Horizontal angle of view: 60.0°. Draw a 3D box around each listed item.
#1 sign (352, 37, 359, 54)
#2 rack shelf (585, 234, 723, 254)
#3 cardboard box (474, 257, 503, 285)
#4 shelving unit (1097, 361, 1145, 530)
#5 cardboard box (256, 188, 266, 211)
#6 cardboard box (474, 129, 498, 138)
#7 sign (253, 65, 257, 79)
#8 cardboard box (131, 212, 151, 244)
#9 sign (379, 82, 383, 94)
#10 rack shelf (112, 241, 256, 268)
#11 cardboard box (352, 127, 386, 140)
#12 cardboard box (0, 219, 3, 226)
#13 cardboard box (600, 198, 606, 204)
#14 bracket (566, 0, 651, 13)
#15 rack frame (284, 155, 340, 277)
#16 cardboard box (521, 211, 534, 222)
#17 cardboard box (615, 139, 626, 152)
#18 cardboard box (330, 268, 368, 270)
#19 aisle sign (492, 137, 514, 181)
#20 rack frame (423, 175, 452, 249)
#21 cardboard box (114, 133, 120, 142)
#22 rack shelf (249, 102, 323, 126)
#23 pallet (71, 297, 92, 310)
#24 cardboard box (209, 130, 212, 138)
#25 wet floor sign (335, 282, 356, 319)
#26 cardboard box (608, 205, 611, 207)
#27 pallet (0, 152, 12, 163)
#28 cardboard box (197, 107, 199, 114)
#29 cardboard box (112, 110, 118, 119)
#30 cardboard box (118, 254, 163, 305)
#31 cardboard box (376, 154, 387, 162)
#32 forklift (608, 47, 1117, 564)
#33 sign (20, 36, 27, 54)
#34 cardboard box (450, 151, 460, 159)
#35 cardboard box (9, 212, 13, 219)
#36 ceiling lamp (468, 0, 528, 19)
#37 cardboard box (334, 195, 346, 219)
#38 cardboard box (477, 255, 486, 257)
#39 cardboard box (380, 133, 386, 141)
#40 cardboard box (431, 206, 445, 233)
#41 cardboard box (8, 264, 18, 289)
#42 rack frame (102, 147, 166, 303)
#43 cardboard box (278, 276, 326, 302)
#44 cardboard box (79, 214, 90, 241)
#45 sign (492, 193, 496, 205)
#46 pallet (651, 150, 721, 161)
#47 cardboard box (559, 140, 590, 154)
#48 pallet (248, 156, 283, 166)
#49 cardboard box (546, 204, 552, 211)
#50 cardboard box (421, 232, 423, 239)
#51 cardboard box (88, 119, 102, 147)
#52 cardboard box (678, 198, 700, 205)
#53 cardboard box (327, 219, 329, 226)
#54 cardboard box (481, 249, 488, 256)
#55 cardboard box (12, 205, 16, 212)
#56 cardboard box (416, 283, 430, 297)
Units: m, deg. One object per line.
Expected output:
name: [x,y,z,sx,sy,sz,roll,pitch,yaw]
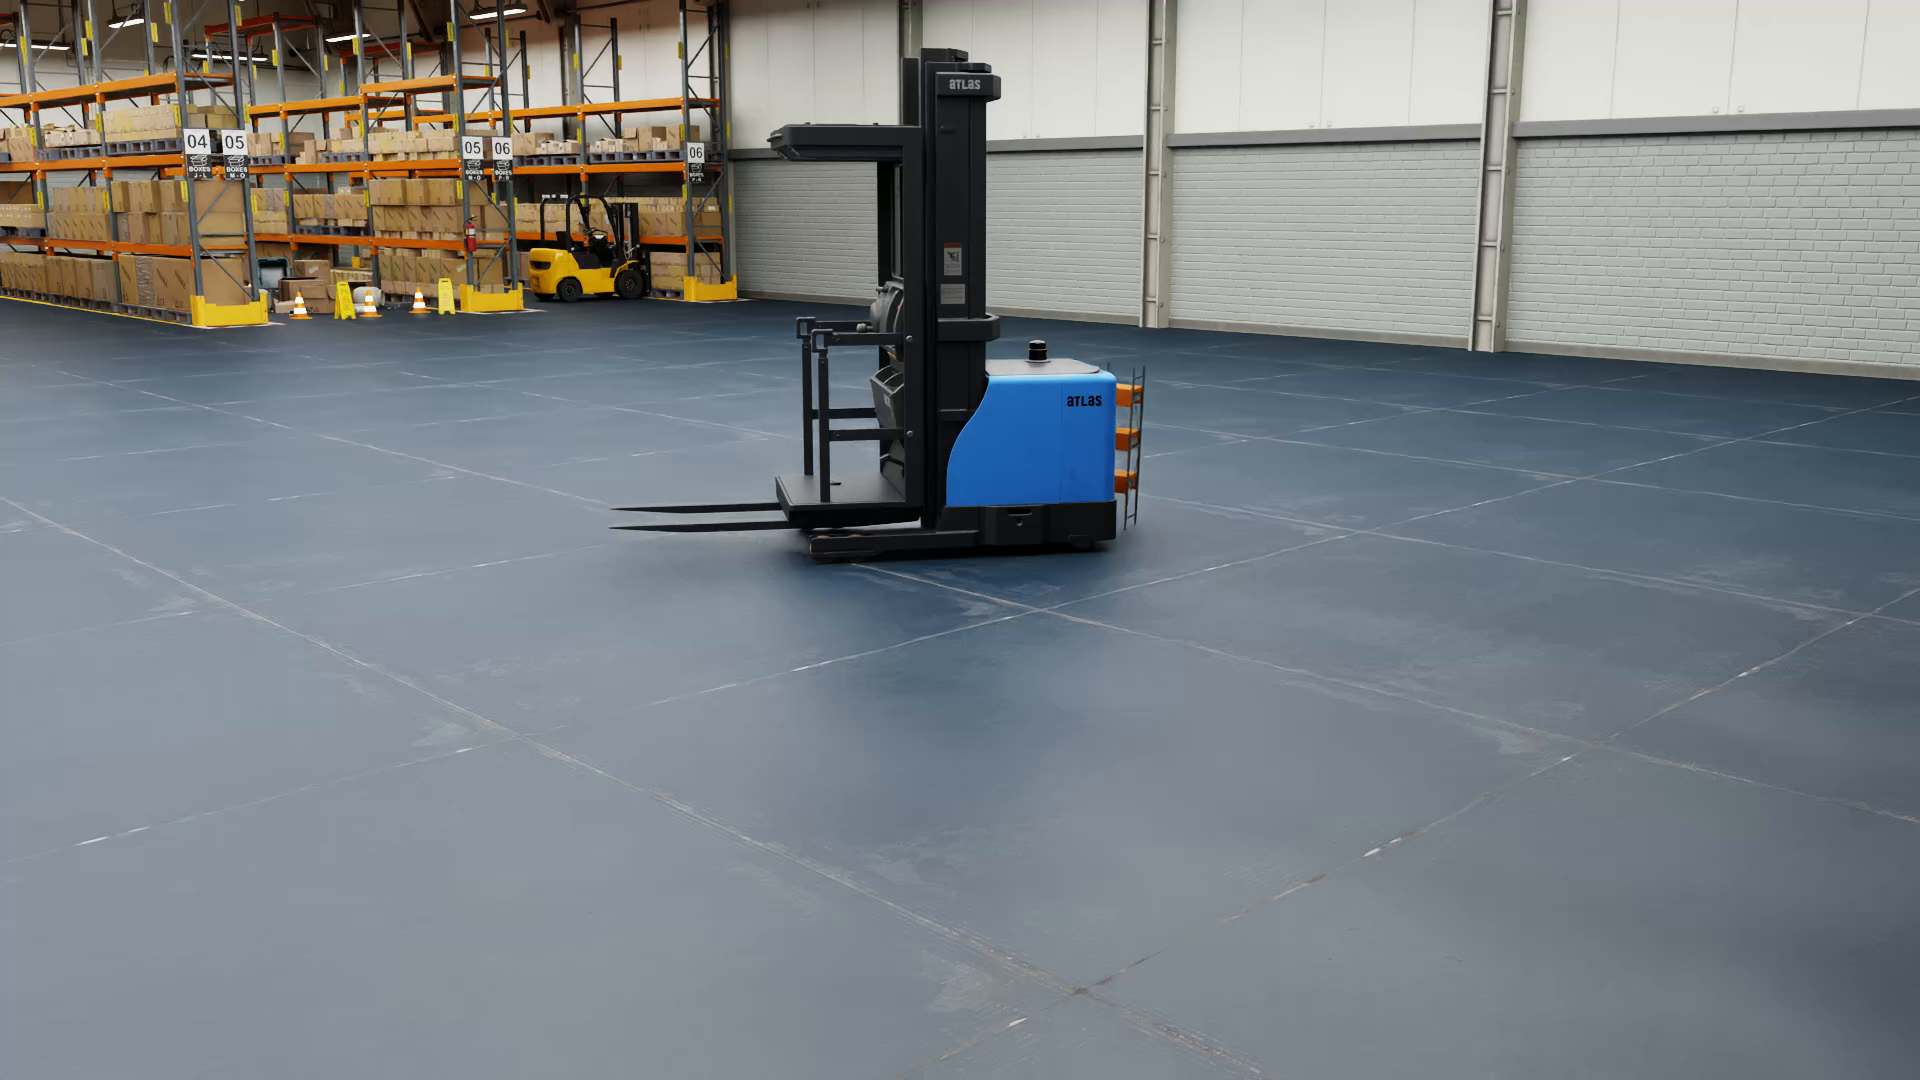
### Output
sign: [-11.989,-9.802,32.982,0.100,0.325,0.005,-11,16,-43]
rack shelf: [-6.623,-6.455,36.093,1.077,0.370,4.000,-11,16,-43]
cardboard box: [-9.203,-5.209,32.178,0.500,0.500,0.500,11,16,43]
shelving unit: [1.014,-0.610,10.740,0.252,1.050,0.215,8,15,25]
cardboard box: [-15.599,-7.716,37.703,0.500,0.500,0.500,-11,16,-43]
cardboard box: [-8.928,-7.640,31.276,0.380,0.149,0.250,-11,16,-43]
sign: [-16.732,-11.087,39.412,0.100,0.325,0.005,-11,16,-43]
cardboard box: [-14.155,-5.552,29.553,0.875,0.550,0.550,-11,16,-43]
sign: [-15.876,-12.399,45.583,0.100,0.325,0.005,-11,16,-43]
rack shelf: [-13.721,-5.059,29.314,1.077,0.370,4.000,-11,16,-43]
cardboard box: [-12.084,-8.320,34.021,0.500,0.250,0.500,-10,16,-41]
cardboard box: [-19.973,-6.681,34.987,0.250,0.149,0.380,11,16,43]
cardboard box: [-7.740,-7.501,36.793,0.380,0.149,0.250,-11,16,-42]
bracket: [-7.394,-11.831,36.617,0.076,0.066,4.783,-11,16,-43]
rack frame: [-14.354,-6.991,36.911,1.000,3.000,0.127,-11,16,-43]
cardboard box: [-9.944,-7.604,39.018,0.500,0.250,0.500,11,16,44]
cardboard box: [-7.199,-8.499,35.839,0.258,0.266,0.396,11,16,44]
cardboard box: [-13.456,-5.719,36.209,0.950,0.372,0.625,-11,16,-44]
aisle sign: [-8.563,-7.131,31.147,0.394,0.787,0.004,-11,16,-43]
rack frame: [-13.529,-8.267,43.104,1.000,3.000,0.127,-11,16,-43]
cardboard box: [-14.745,-7.129,29.480,0.380,0.149,0.250,-11,16,-43]
rack shelf: [-15.735,-9.673,37.835,1.077,0.370,4.000,-11,16,-43]
pallet: [-16.536,-4.617,32.299,1.003,0.211,1.213,-11,16,-43]
cardboard box: [-12.521,-6.852,28.134,0.380,0.149,0.250,-11,16,-42]
wet floor sign: [-10.888,-4.238,29.381,0.232,0.644,0.267,8,14,35]
cardboard box: [-7.478,-7.265,36.385,0.380,0.149,0.250,-10,16,-41]
pallet: [-19.559,-7.992,34.799,1.213,0.211,1.003,-11,16,-43]
cardboard box: [-12.864,-7.314,28.405,0.380,0.149,0.250,-11,16,-42]
cardboard box: [-14.745,-7.520,29.400,0.380,0.149,0.250,-11,16,-43]
cardboard box: [-14.719,-4.766,30.337,0.875,0.875,0.875,-11,16,-42]
cardboard box: [-11.415,-7.627,33.188,0.380,0.149,0.250,-11,16,-42]
forklift: [-0.617,-1.412,10.002,3.031,2.935,1.130,-2,12,-10]
sign: [-18.250,-9.644,32.410,0.100,0.325,0.005,-11,16,-43]
cardboard box: [-9.278,-7.183,31.030,0.380,0.149,0.250,-11,16,-42]
cardboard box: [-19.427,-6.711,34.398,0.380,0.149,0.250,-10,16,-41]
ceiling lamp: [-9.499,-12.570,34.659,0.800,3.185,2.000,-11,16,-43]
cardboard box: [-12.772,-6.991,34.887,0.500,0.500,0.500,-10,15,-41]
cardboard box: [-11.552,-6.771,40.996,0.500,0.500,0.500,-11,16,-43]
cardboard box: [-11.234,-7.979,32.918,0.250,0.149,0.380,11,16,43]
cardboard box: [-9.746,-6.133,31.760,0.500,0.500,0.500,-11,16,-42]
cardboard box: [-19.942,-5.630,35.458,0.500,0.500,0.500,-10,15,-40]
rack frame: [-15.102,-5.703,30.658,1.000,3.000,0.127,-11,16,-43]
cardboard box: [-12.525,-4.706,31.671,0.797,0.637,0.503,-11,16,-43]
cardboard box: [-16.354,-5.938,31.552,0.500,0.500,0.500,-11,16,-42]
sign: [-11.153,-8.135,39.788,0.100,0.325,0.005,-11,16,-43]
pallet: [-5.712,-8.048,34.829,1.003,0.211,1.213,-11,16,-43]
cardboard box: [-8.681,-8.851,37.439,0.500,0.311,0.500,11,16,43]
pallet: [-15.612,-8.617,37.838,1.003,0.211,1.213,-10,15,-40]
cardboard box: [-9.305,-7.667,38.339,0.380,0.149,0.250,-11,16,-42]
cardboard box: [-10.284,-5.951,32.486,0.380,0.149,0.250,-11,16,-43]
cardboard box: [-16.462,-7.845,32.084,0.500,0.500,0.500,-11,16,-43]
cardboard box: [-5.642,-7.051,34.610,0.380,0.149,0.250,-11,16,-42]
cardboard box: [-13.317,-6.805,35.589,0.380,0.149,0.250,-10,15,-40]
cardboard box: [-11.502,-7.055,40.766,0.250,0.149,0.380,11,16,42]
cardboard box: [-19.237,-6.818,34.178,0.380,0.149,0.250,-11,16,-43]
cardboard box: [-10.300,-4.915,32.609,0.500,0.250,0.500,11,16,43]
